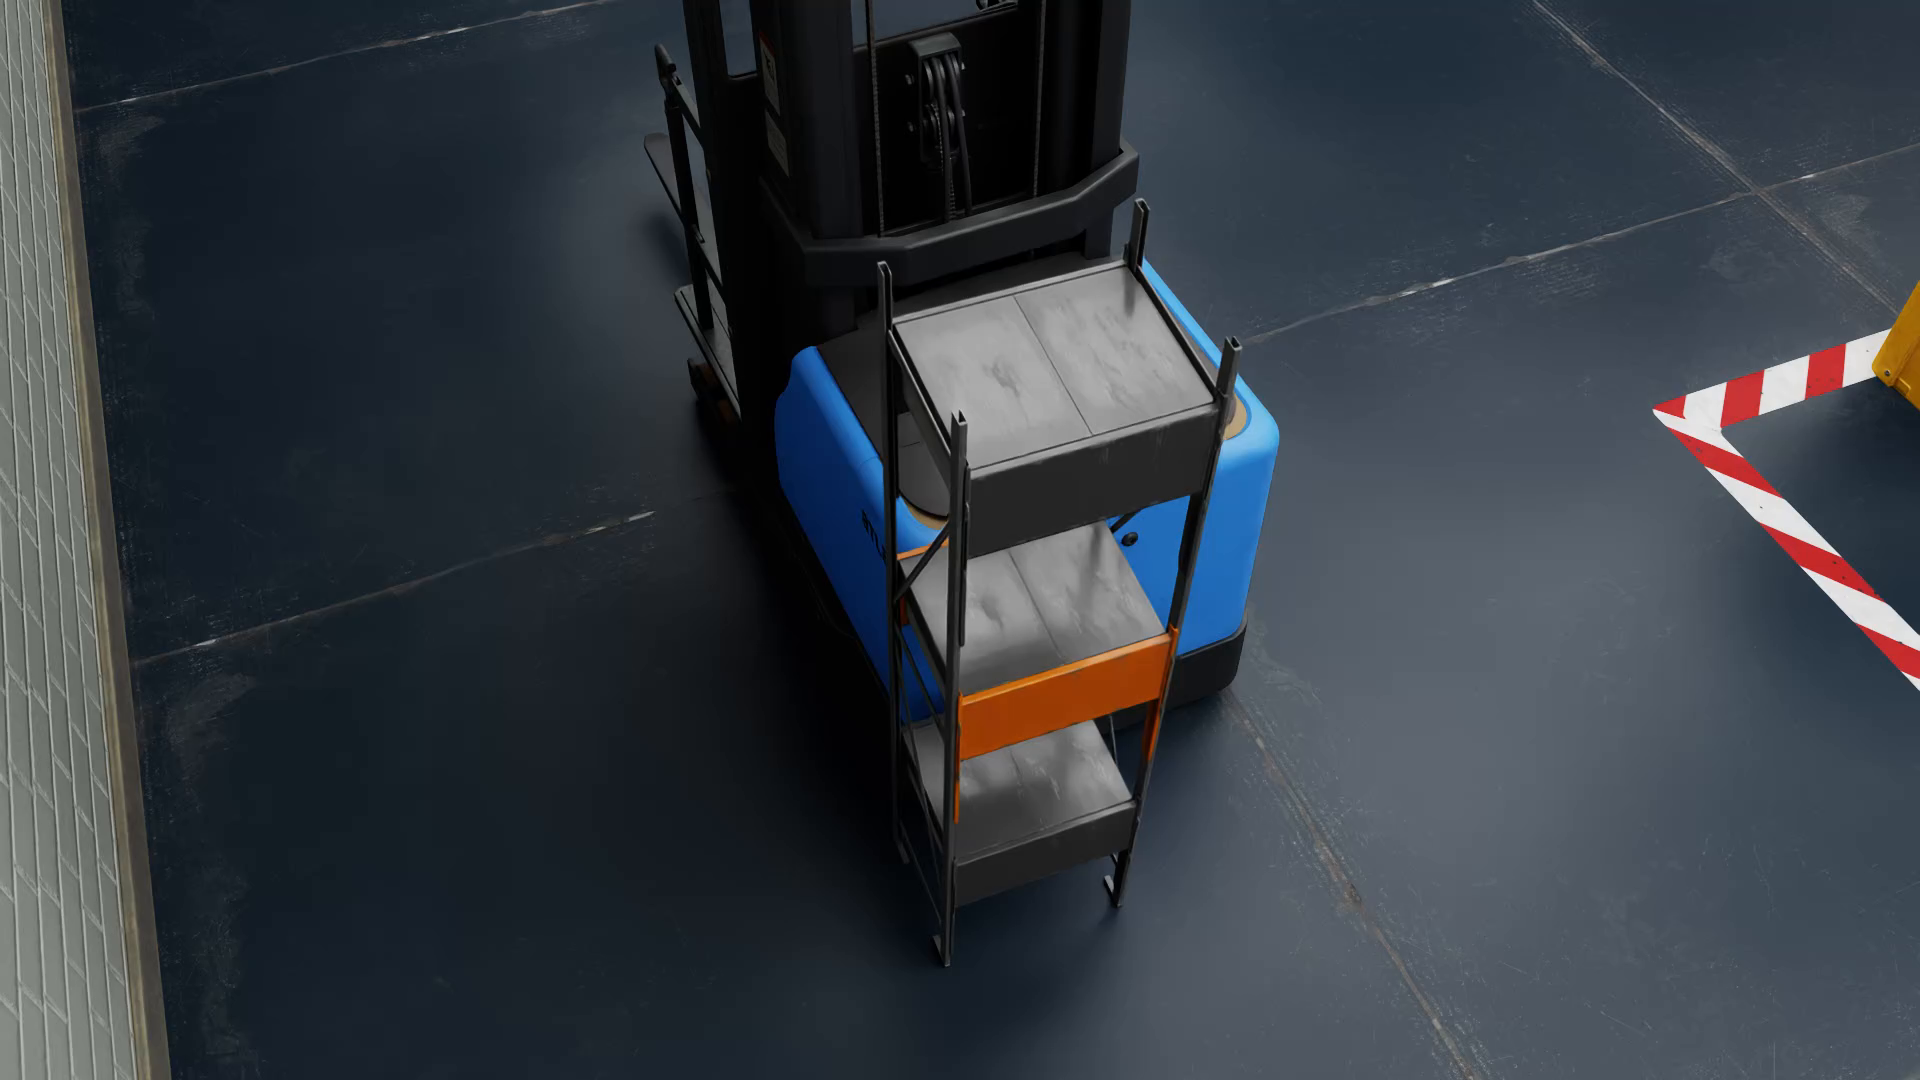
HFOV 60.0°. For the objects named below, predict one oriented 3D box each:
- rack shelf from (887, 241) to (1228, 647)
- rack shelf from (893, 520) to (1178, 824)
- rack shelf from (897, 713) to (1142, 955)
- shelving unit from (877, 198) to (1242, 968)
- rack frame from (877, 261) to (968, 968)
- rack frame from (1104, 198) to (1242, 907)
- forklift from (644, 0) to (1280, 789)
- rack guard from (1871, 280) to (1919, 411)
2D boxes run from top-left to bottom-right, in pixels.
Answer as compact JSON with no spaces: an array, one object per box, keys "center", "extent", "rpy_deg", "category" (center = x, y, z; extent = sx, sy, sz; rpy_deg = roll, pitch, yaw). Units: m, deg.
[{"center":[0.156,-0.175,3.098],"extent":[0.480,0.518,0.431],"rpy_deg":[-16,54,-13],"category":"rack shelf"},{"center":[0.144,0.254,3.651],"extent":[0.480,0.518,0.431],"rpy_deg":[-16,54,-13],"category":"rack shelf"},{"center":[0.131,0.683,4.204],"extent":[0.480,0.518,0.431],"rpy_deg":[-16,54,-13],"category":"rack shelf"},{"center":[0.144,0.246,3.640],"extent":[0.503,2.100,0.431],"rpy_deg":[-16,54,-13],"category":"shelving unit"},{"center":[-0.084,0.312,3.584],"extent":[0.015,2.100,0.400],"rpy_deg":[-16,54,-13],"category":"rack frame"},{"center":[0.372,0.180,3.696],"extent":[0.015,2.100,0.400],"rpy_deg":[-16,54,-13],"category":"rack frame"},{"center":[-0.259,-1.390,4.512],"extent":[1.130,2.935,3.031],"rpy_deg":[-19,52,-16],"category":"forklift"},{"center":[3.517,-0.415,5.277],"extent":[0.348,0.500,1.175],"rpy_deg":[-17,52,-14],"category":"rack guard"}]
